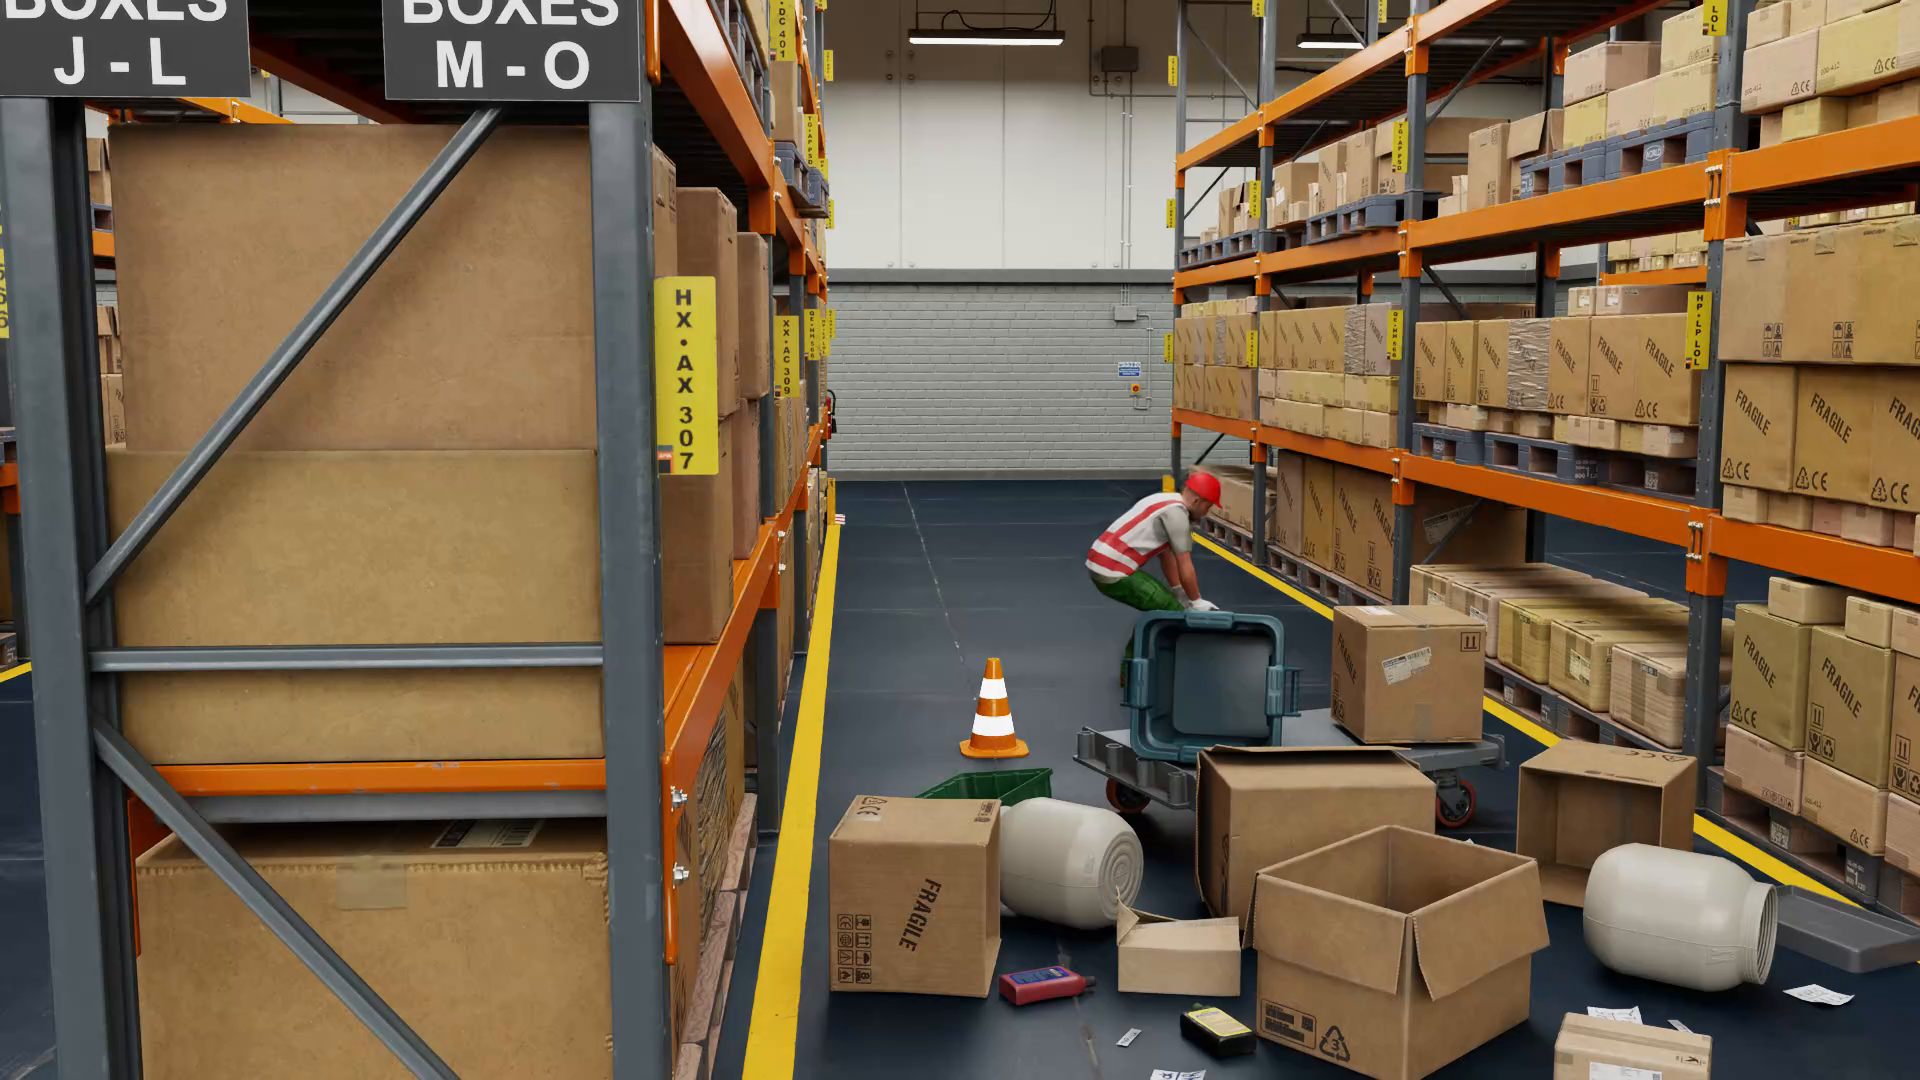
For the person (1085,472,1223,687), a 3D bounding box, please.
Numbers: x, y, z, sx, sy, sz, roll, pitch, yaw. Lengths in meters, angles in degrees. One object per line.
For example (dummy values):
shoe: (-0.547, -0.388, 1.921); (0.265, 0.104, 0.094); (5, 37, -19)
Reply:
person: (1.166, 0.225, 9.995); (0.829, 1.260, 0.585); (0, 7, -4)
